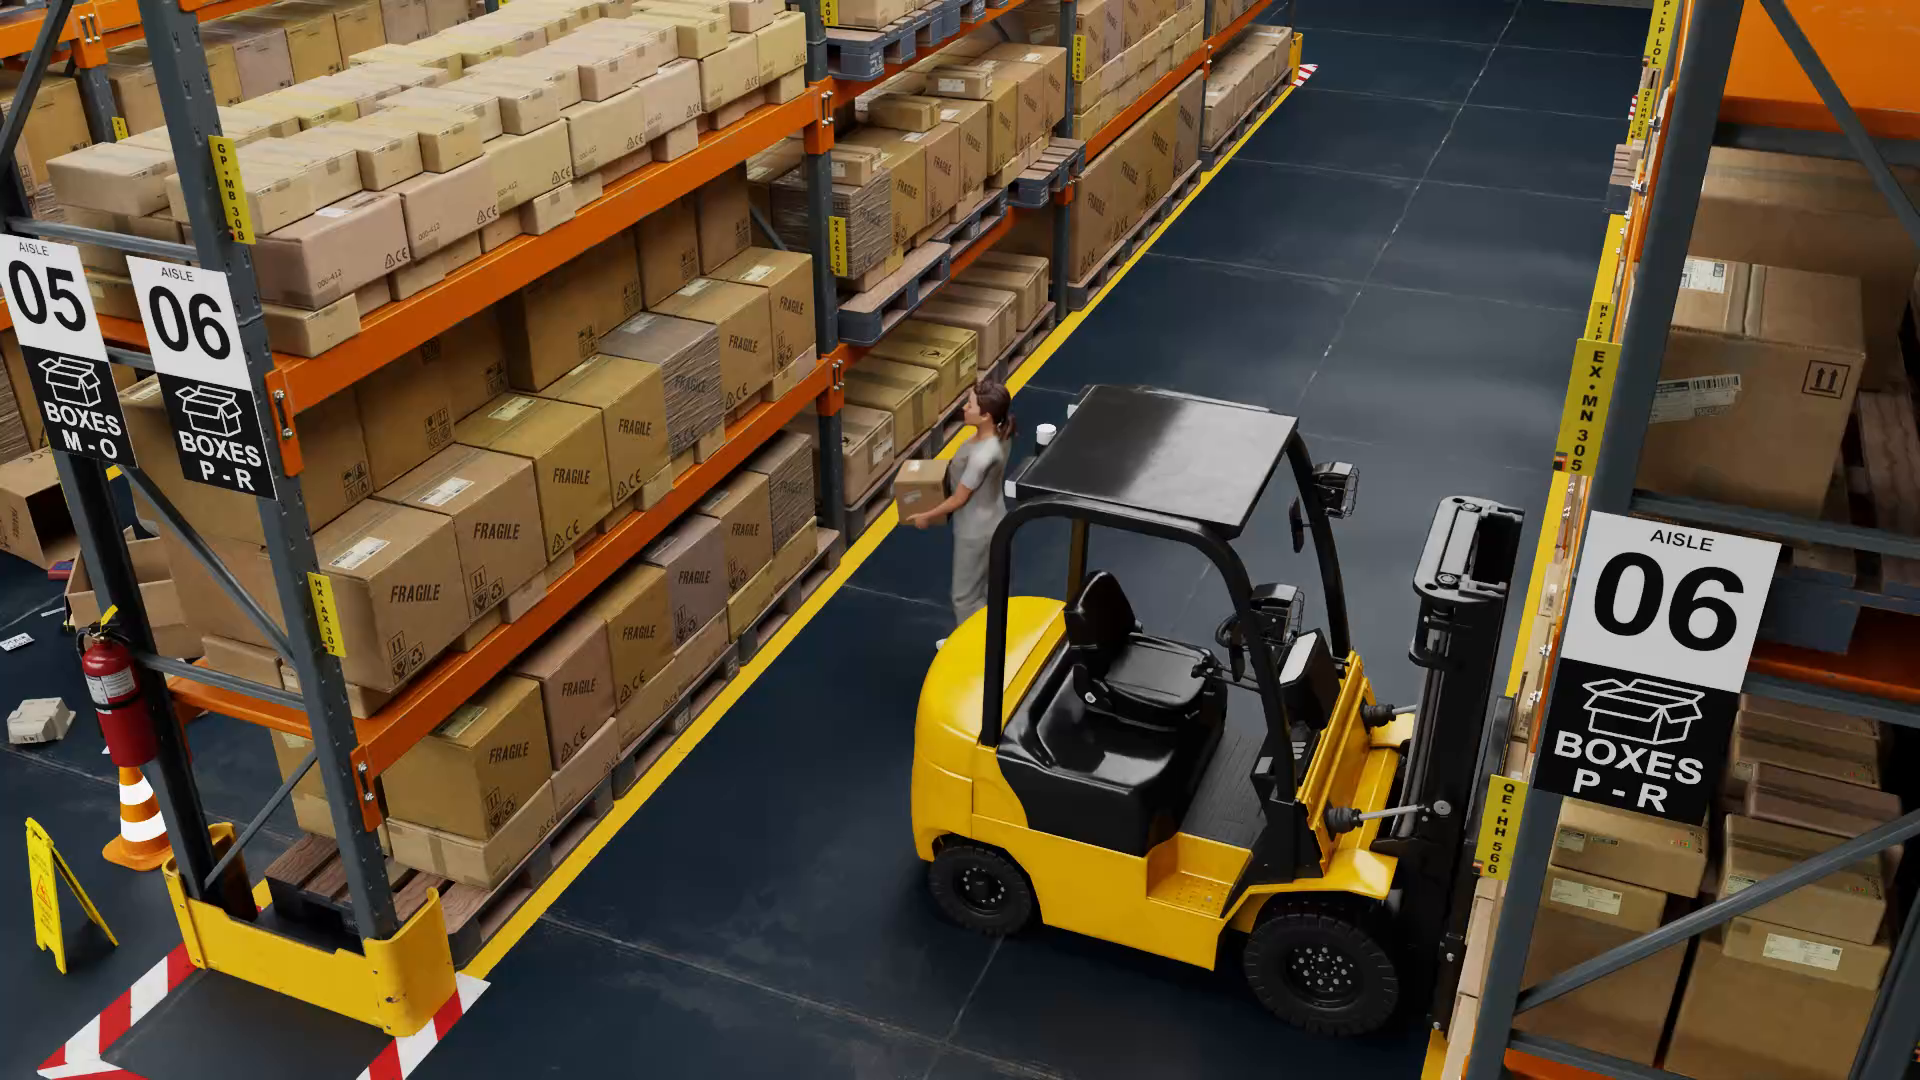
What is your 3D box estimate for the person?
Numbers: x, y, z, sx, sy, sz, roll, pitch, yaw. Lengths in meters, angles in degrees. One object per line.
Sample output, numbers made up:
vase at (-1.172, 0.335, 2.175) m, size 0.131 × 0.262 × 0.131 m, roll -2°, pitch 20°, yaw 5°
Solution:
person at (0.022, -0.054, 8.521) m, size 0.556 × 1.645 × 0.436 m, roll 6°, pitch 30°, yaw 10°
